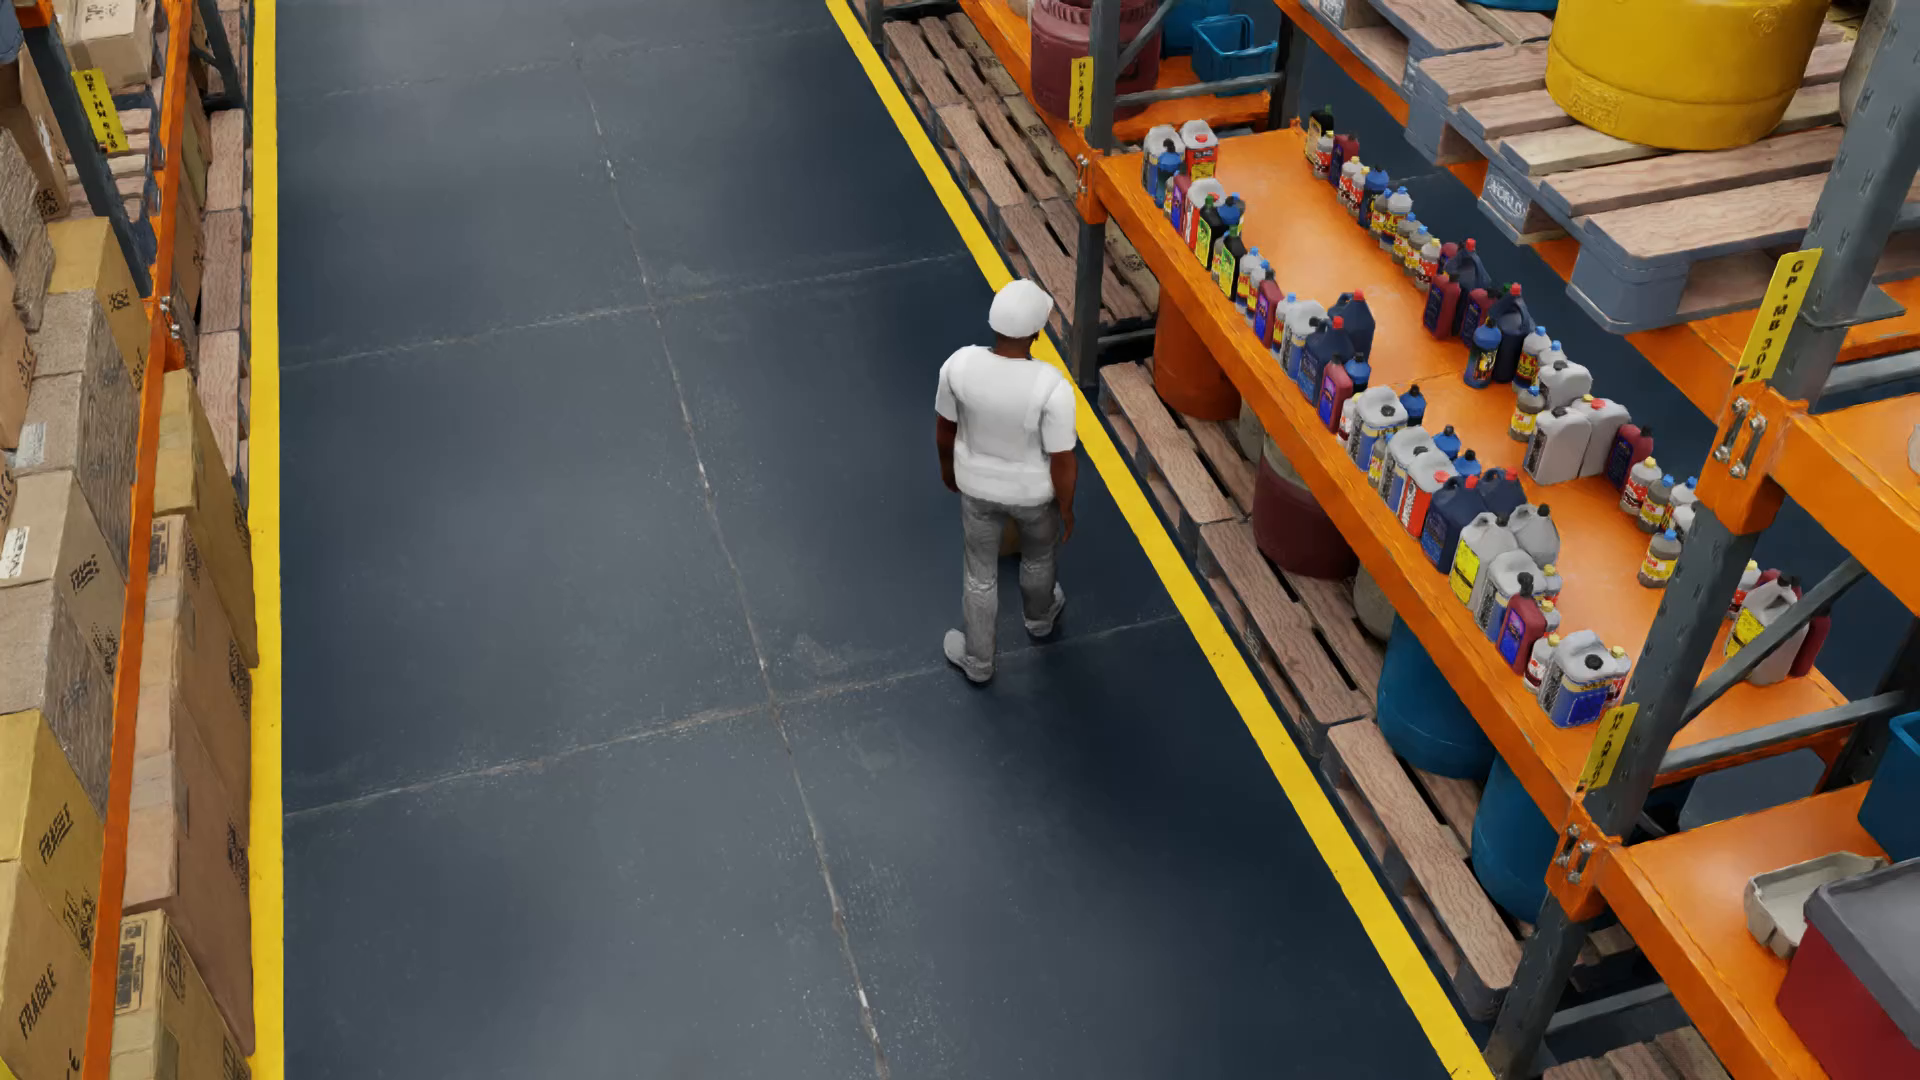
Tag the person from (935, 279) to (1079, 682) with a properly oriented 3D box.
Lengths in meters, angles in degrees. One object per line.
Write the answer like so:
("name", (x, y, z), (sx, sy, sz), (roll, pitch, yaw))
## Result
("person", (0.191, -0.256, 6.417), (0.578, 1.767, 0.657), (10, 43, 11))
